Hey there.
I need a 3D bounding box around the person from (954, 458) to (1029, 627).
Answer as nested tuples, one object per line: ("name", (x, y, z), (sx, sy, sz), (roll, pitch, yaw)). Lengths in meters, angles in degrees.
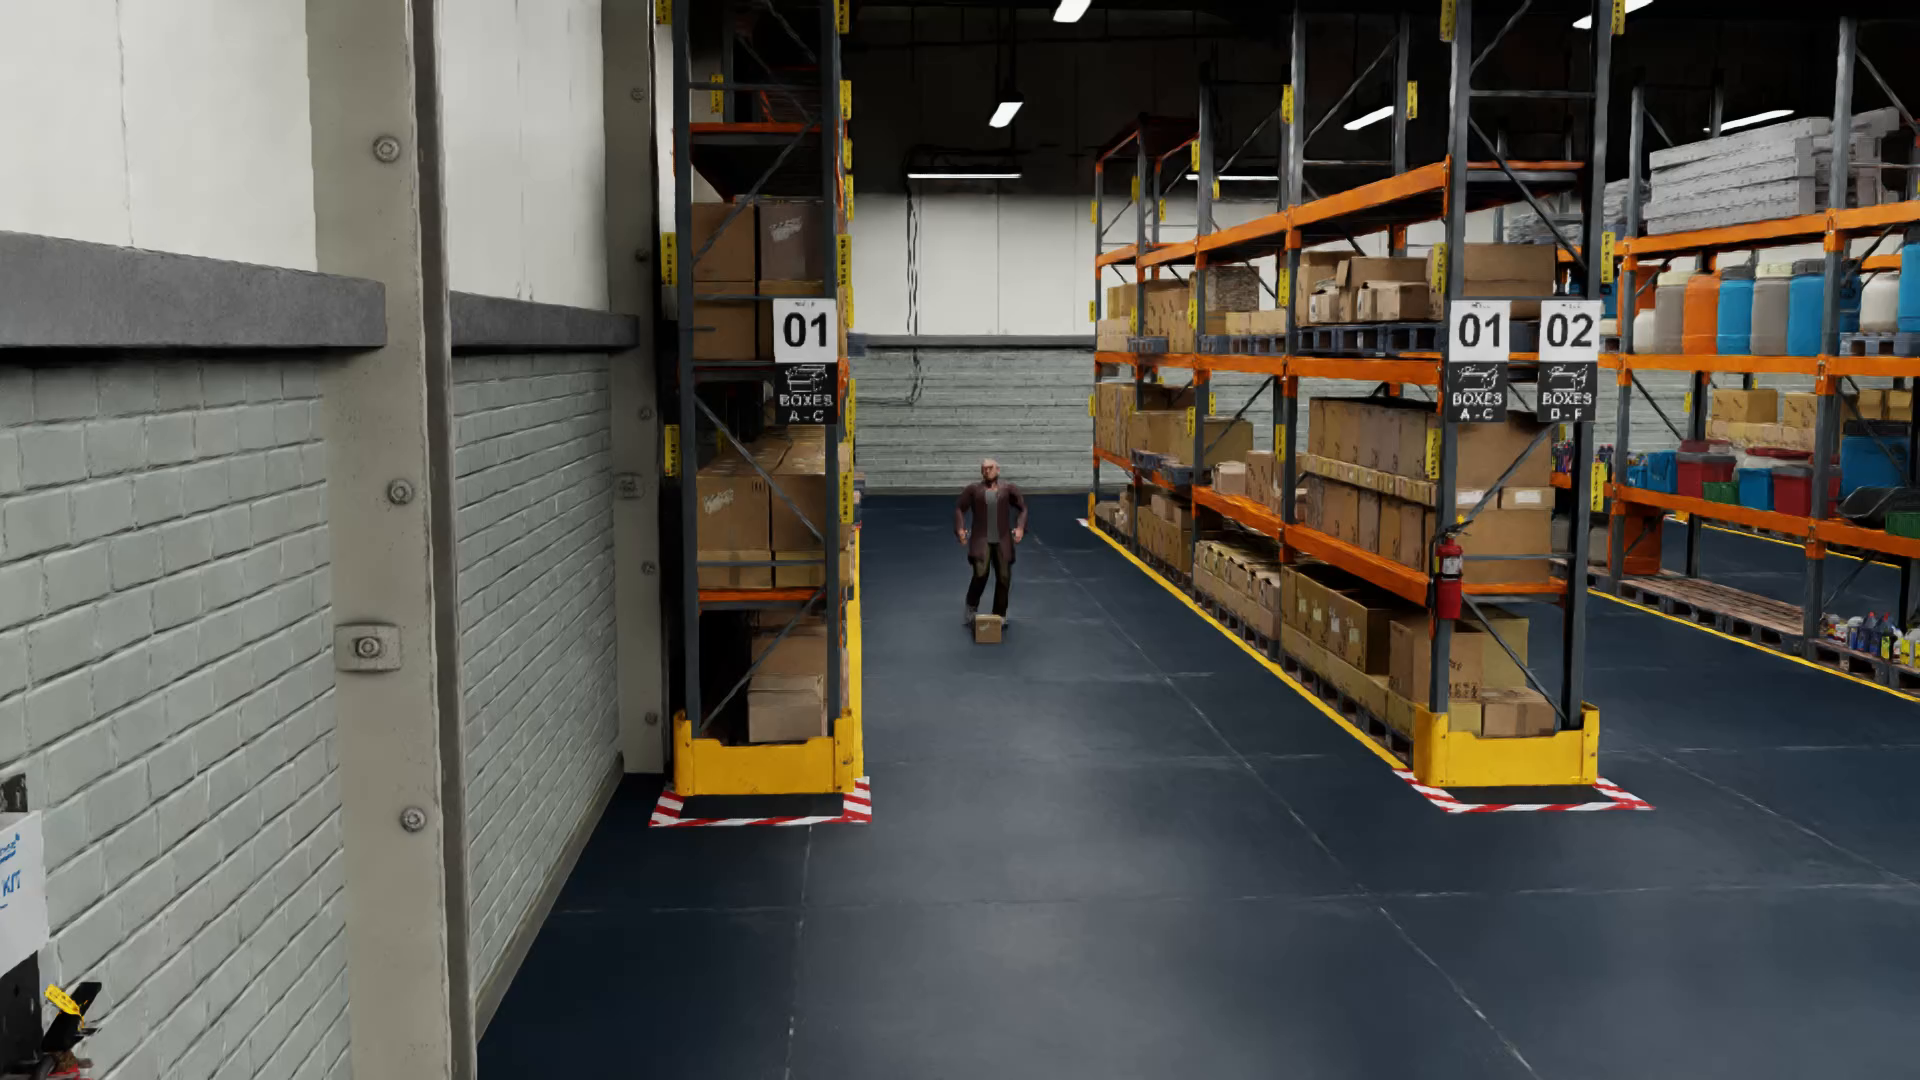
("person", (0.338, 0.024, 17.229), (0.787, 1.747, 0.520), (-1, 7, -7))
